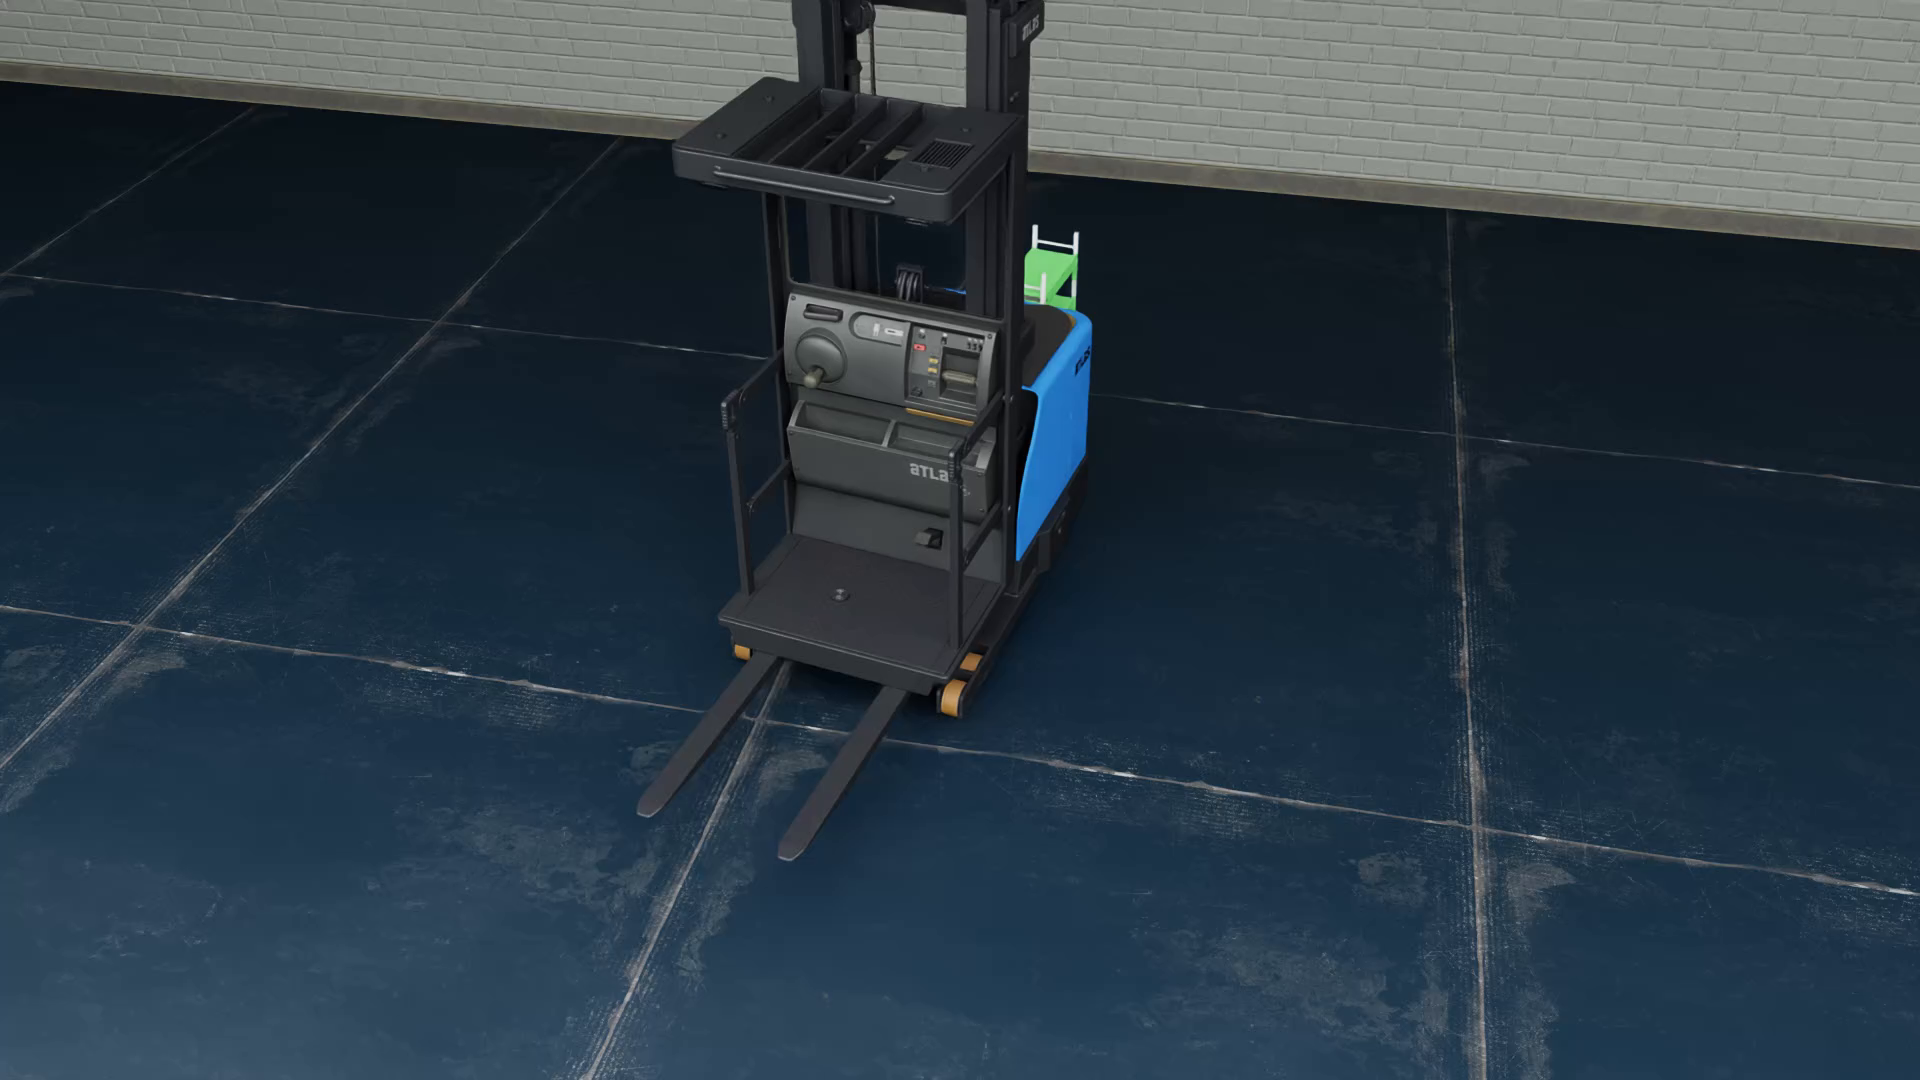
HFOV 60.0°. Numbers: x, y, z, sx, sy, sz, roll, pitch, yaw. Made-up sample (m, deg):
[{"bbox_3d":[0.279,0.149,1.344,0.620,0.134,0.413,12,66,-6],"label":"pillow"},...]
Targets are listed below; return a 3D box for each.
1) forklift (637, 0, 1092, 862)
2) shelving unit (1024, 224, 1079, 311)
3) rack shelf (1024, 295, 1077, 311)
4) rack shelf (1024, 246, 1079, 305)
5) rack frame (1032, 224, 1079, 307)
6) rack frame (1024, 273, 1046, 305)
[{"bbox_3d":[-0.375,-0.703,6.722,1.130,2.935,3.031,13,38,18],"label":"forklift"},{"bbox_3d":[0.391,-0.947,8.534,0.258,1.200,0.503,13,38,18],"label":"shelving unit"},{"bbox_3d":[0.391,-1.089,8.431,0.258,0.148,0.480,13,38,18],"label":"rack shelf"},{"bbox_3d":[0.391,-1.284,8.290,0.258,0.148,0.480,13,38,18],"label":"rack shelf"},{"bbox_3d":[0.482,-1.080,8.717,0.240,1.200,0.015,13,38,18],"label":"rack frame"},{"bbox_3d":[0.300,-0.814,8.351,0.240,1.200,0.015,13,38,18],"label":"rack frame"}]
